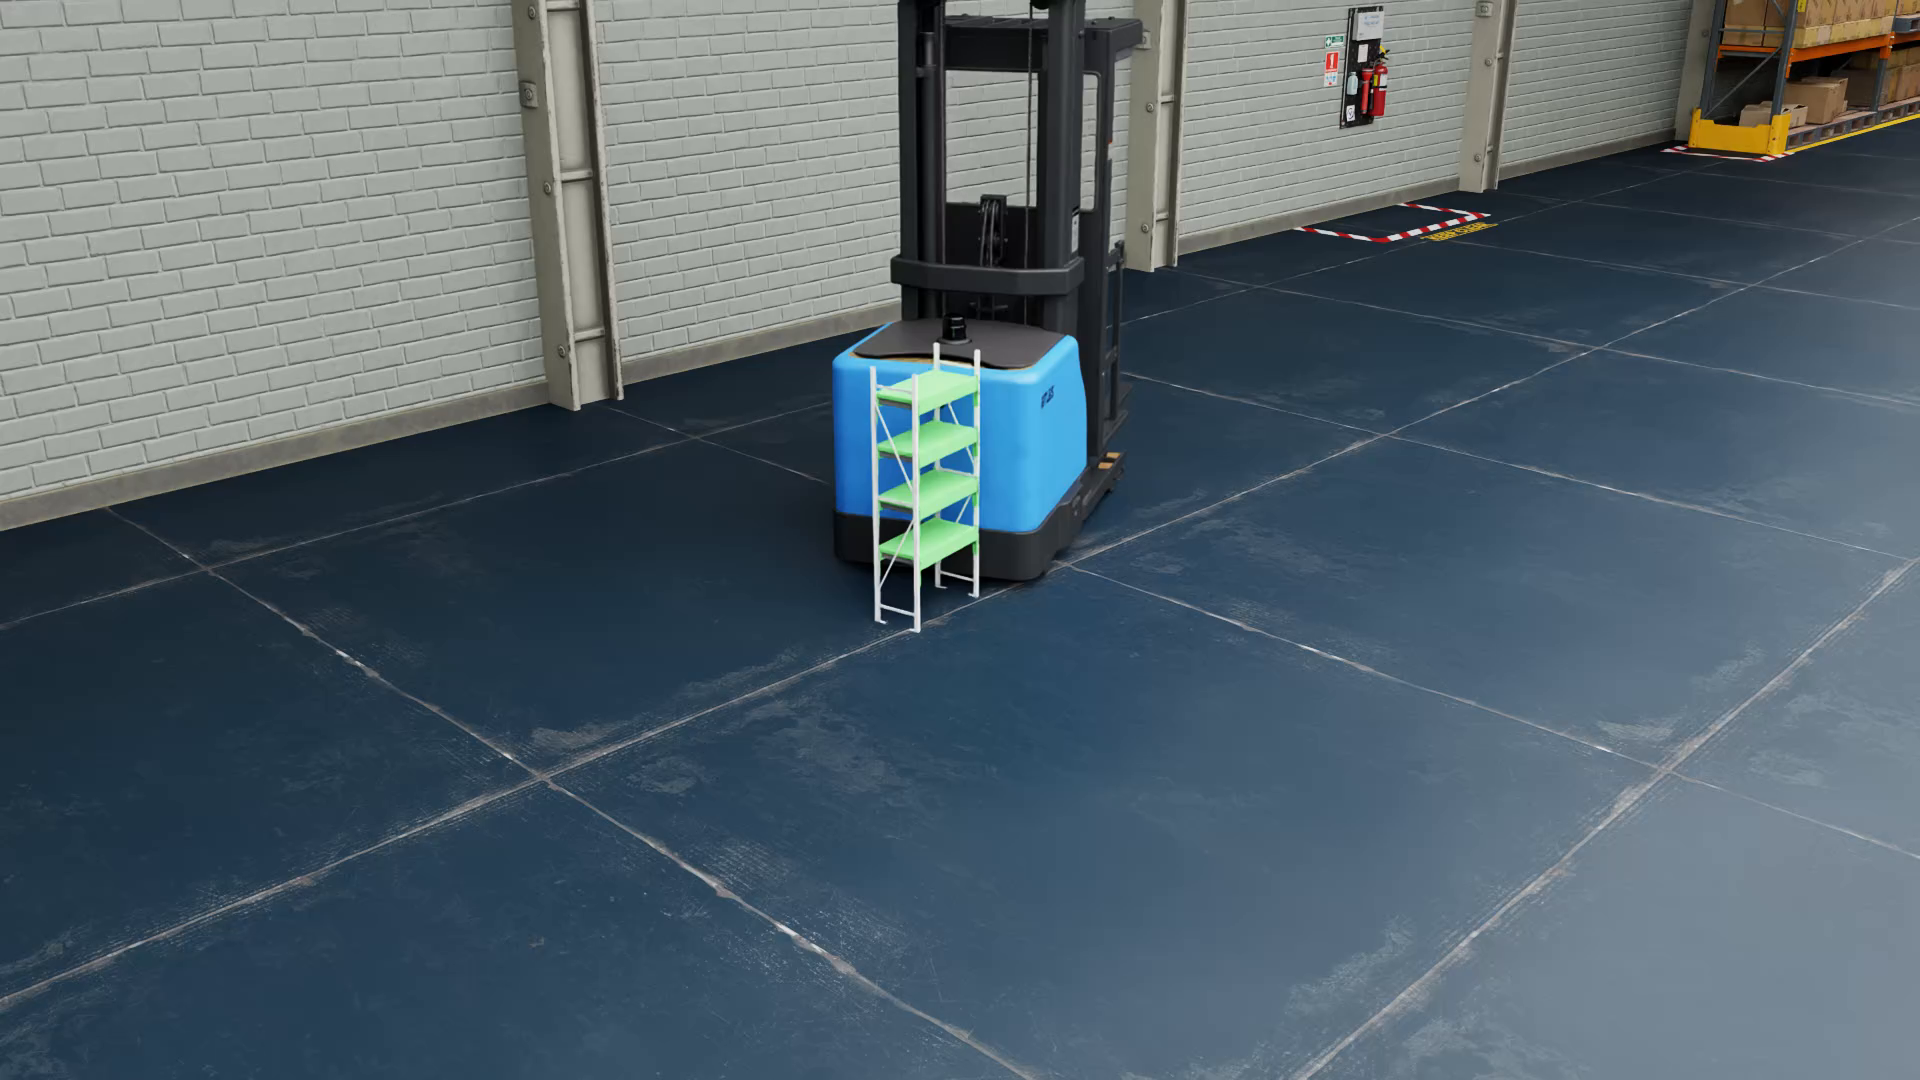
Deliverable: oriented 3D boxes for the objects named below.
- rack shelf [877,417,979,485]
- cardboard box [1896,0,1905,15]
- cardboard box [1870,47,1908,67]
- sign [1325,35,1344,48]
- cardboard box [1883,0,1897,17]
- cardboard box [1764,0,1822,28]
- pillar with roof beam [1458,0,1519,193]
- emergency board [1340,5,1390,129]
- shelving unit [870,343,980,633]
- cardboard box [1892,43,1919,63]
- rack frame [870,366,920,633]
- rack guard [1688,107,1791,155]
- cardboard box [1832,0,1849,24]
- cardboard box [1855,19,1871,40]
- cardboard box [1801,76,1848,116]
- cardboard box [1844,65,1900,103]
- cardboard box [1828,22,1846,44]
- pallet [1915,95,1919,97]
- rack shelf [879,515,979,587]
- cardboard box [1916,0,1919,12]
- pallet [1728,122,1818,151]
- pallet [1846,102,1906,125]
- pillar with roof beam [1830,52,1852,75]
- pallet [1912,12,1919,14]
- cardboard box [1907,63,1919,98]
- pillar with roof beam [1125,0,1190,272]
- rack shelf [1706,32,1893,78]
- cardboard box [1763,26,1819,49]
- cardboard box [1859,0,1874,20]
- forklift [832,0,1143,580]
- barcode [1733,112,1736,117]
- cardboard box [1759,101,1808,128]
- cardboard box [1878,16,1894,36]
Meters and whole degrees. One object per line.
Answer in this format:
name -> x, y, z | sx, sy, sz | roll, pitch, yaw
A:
rack shelf -> -0.150, -0.402, 7.458 | 0.258, 0.148, 0.480 | 13, 25, 31
cardboard box -> 13.390, -7.956, 24.341 | 0.700, 0.500, 0.500 | 19, 28, 41
cardboard box -> 14.177, -7.413, 25.505 | 0.500, 0.250, 0.500 | 18, 28, 39
sign -> 3.702, -4.929, 16.429 | 0.001, 0.109, 0.331 | 19, 28, 41
cardboard box -> 12.902, -7.673, 23.491 | 0.500, 0.500, 0.500 | 19, 28, 41
cardboard box -> 10.769, -6.891, 21.457 | 0.500, 0.500, 0.500 | 19, 28, 41
pillar with roof beam -> 8.988, -7.131, 14.584 | 9.100, 9.000, 0.400 | 19, 28, 41
emergency board -> 4.152, -4.782, 16.836 | 0.194, 1.169, 0.643 | 19, 28, 41
shelving unit -> -0.150, -0.238, 7.522 | 0.258, 1.200, 0.503 | 13, 25, 31
cardboard box -> 14.894, -7.670, 26.174 | 0.500, 0.250, 0.500 | -20, 28, -41
rack frame -> -0.284, -0.165, 7.331 | 0.240, 1.200, 0.015 | 13, 25, 31
rack guard -> 10.273, -5.407, 21.944 | 1.175, 0.500, 0.348 | 19, 28, 41
cardboard box -> 11.485, -7.147, 22.123 | 0.500, 0.500, 0.500 | 18, 27, 39
cardboard box -> 12.204, -7.065, 22.955 | 0.500, 0.250, 0.500 | 19, 28, 40
cardboard box -> 12.315, -6.344, 23.769 | 0.500, 0.500, 0.500 | 17, 27, 37
cardboard box -> 13.837, -6.959, 25.371 | 0.700, 0.500, 0.500 | 19, 28, 40
cardboard box -> 11.500, -6.806, 22.281 | 0.500, 0.250, 0.500 | 19, 28, 40
pallet -> 15.255, -7.108, 26.774 | 1.003, 0.211, 1.213 | 19, 28, 41
rack shelf -> -0.150, 0.046, 7.631 | 0.258, 0.148, 0.480 | 13, 25, 31
cardboard box -> 14.222, -8.275, 25.171 | 0.500, 0.500, 0.700 | -16, 26, -35
pallet -> 10.865, -5.472, 22.516 | 1.003, 0.211, 1.213 | 19, 28, 41
pallet -> 13.553, -6.481, 25.142 | 1.003, 0.211, 1.213 | 19, 28, 41
pillar with roof beam -> 17.359, -10.215, 22.610 | 9.100, 9.000, 0.400 | 19, 28, 41
pallet -> 14.449, -8.002, 25.479 | 1.003, 0.211, 1.213 | 19, 28, 41
cardboard box -> 14.567, -7.213, 26.030 | 0.700, 0.500, 0.500 | 19, 28, 40
pillar with roof beam -> 4.802, -5.588, 10.571 | 9.100, 9.000, 0.400 | 19, 28, 41
rack shelf -> 11.615, -6.732, 22.912 | 1.077, 0.370, 4.000 | 19, 28, 41
cardboard box -> 10.788, -6.539, 21.588 | 0.500, 0.250, 0.500 | 18, 28, 39
cardboard box -> 12.199, -7.416, 22.824 | 0.500, 0.500, 0.500 | 18, 28, 39
forklift -> 0.312, -1.673, 8.843 | 1.130, 2.935, 3.031 | 7, 22, 16
barcode -> 10.493, -5.769, 22.524 | 0.001, 0.075, 0.075 | 19, 28, 41
cardboard box -> 11.165, -5.806, 22.634 | 0.500, 0.311, 0.500 | -17, 27, -38
cardboard box -> 12.897, -7.324, 23.629 | 0.500, 0.250, 0.500 | 19, 28, 41
